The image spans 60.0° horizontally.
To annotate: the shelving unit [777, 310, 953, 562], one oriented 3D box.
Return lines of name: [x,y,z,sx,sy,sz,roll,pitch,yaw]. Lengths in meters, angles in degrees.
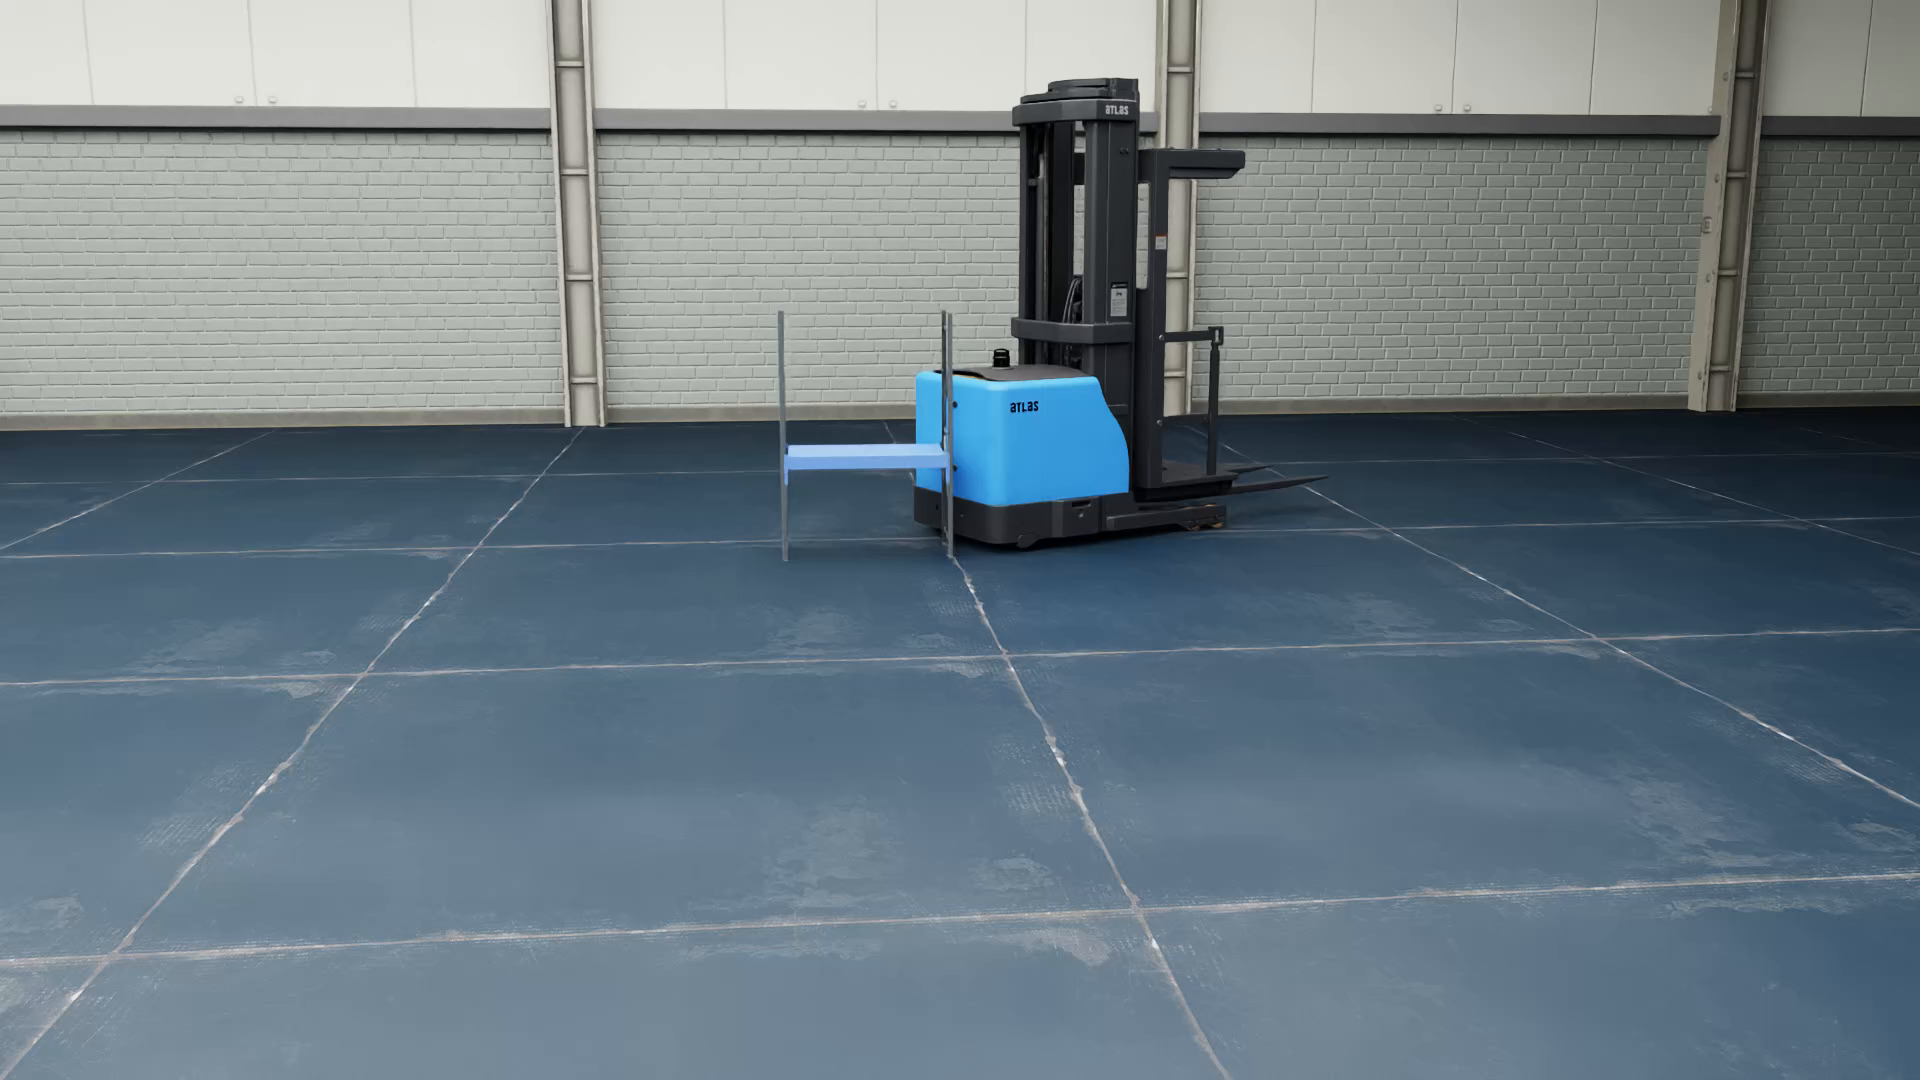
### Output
shelving unit: [-0.587,-0.658,10.325,1.048,1.500,0.538,-1,11,-5]

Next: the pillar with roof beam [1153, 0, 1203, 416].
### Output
pillar with roof beam: [2.659,-4.881,12.367,0.400,9.000,9.100,-1,11,-6]

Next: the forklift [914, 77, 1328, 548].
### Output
forklift: [1.210,-1.576,11.287,3.031,2.935,1.130,-7,13,-32]

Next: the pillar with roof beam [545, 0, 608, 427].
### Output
pillar with roof beam: [-3.306,-4.756,11.731,0.400,9.000,9.100,-1,11,-6]

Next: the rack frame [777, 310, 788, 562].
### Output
rack frame: [-1.094,-0.649,10.279,0.032,1.500,0.500,-1,11,-5]

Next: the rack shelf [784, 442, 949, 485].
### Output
rack shelf: [-0.587,-0.481,10.360,1.000,0.185,0.538,-1,11,-5]

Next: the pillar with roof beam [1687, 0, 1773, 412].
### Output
pillar with roof beam: [8.624,-5.006,13.003,0.400,9.000,9.100,-1,11,-6]

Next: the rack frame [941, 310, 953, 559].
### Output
rack frame: [-0.081,-0.667,10.370,0.032,1.500,0.500,-1,11,-5]
